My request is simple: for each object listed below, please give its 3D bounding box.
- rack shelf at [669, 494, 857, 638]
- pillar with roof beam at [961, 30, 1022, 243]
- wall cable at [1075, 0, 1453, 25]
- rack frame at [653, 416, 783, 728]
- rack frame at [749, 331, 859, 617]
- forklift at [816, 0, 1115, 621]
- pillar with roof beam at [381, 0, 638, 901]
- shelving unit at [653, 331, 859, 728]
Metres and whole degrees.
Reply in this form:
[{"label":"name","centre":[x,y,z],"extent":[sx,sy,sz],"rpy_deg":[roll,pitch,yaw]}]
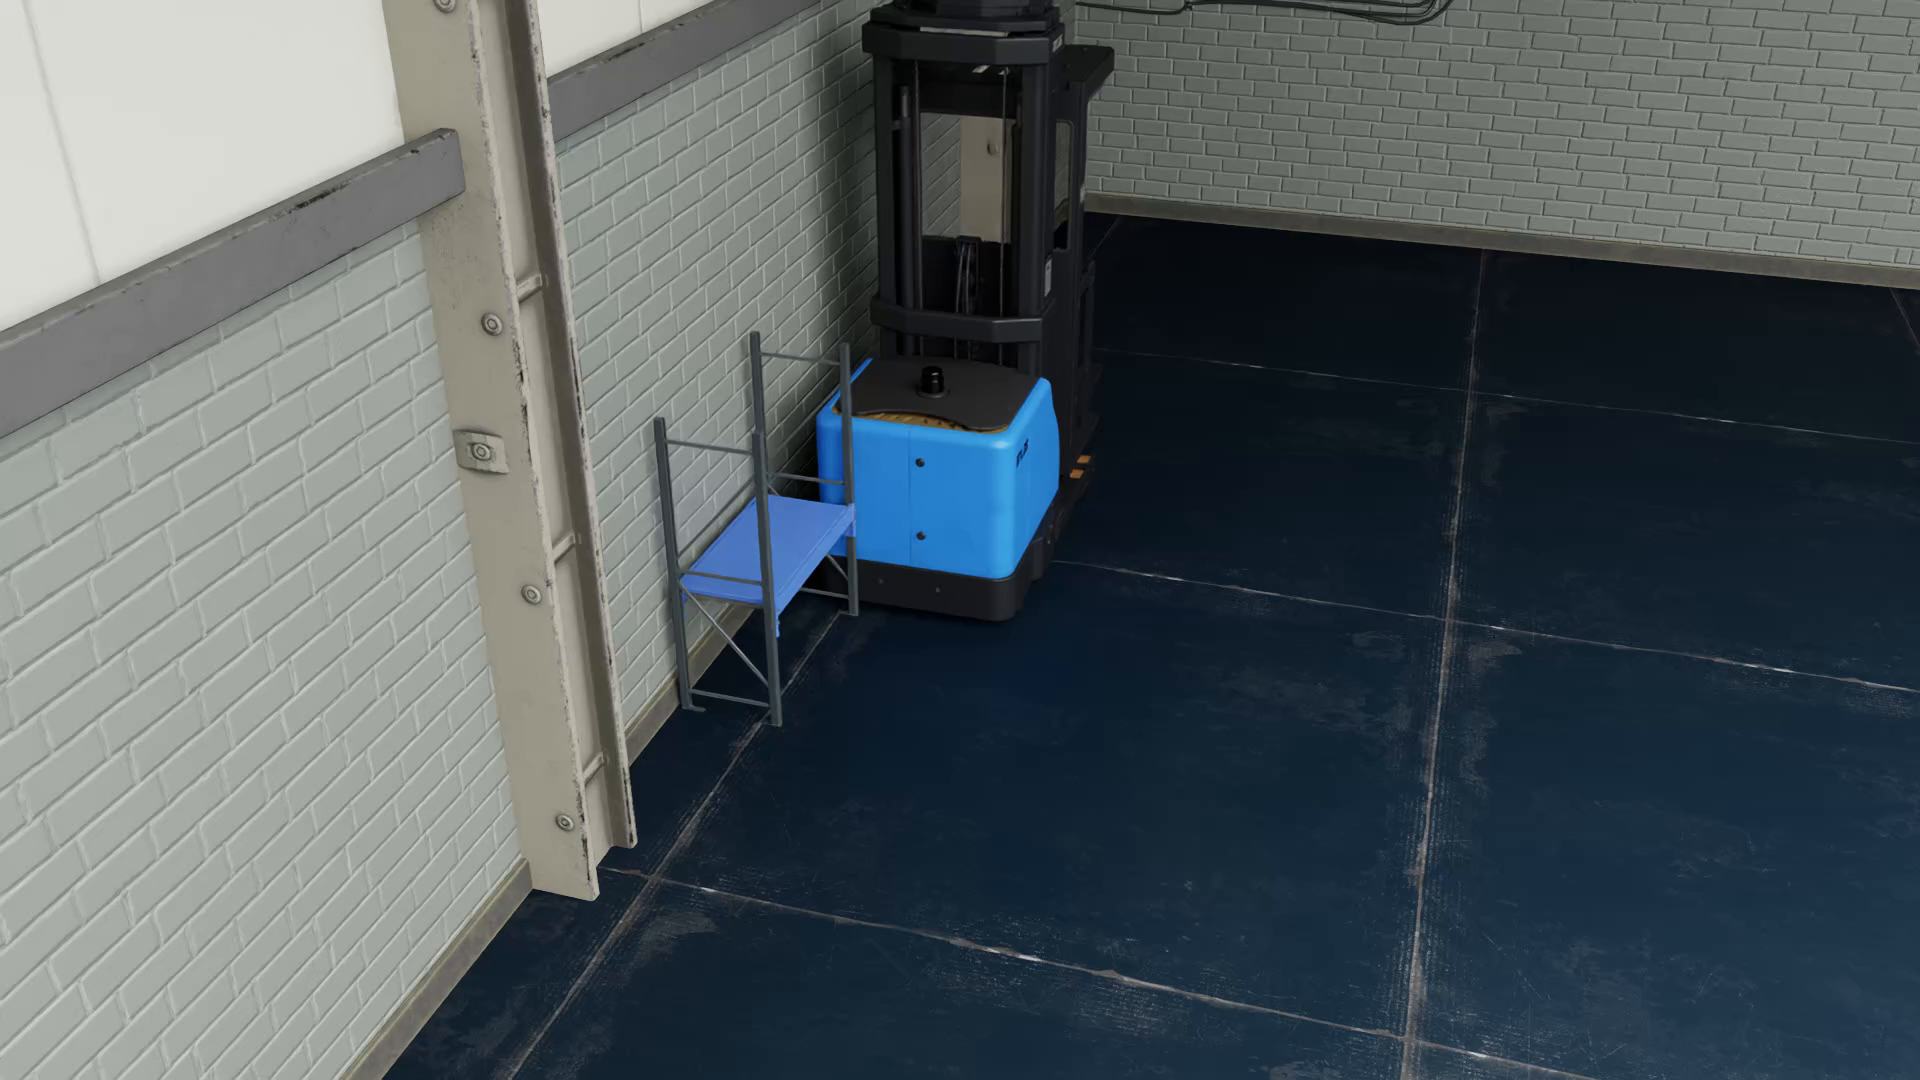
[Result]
[{"label":"rack shelf","centre":[-0.915,0.091,7.914],"extent":[0.538,0.185,1.000],"rpy_deg":[9,30,15]},{"label":"pillar with roof beam","centre":[4.321,-4.775,8.577],"extent":[9.100,9.000,0.400],"rpy_deg":[8,30,15]},{"label":"wall cable","centre":[2.334,-5.213,12.558],"extent":[3.097,2.526,0.112],"rpy_deg":[8,30,15]},{"label":"rack frame","centre":[-1.067,0.169,7.403],"extent":[0.500,1.500,0.032],"rpy_deg":[9,30,15]},{"label":"rack frame","centre":[-0.763,-0.302,8.251],"extent":[0.500,1.500,0.032],"rpy_deg":[9,30,15]},{"label":"forklift","centre":[0.178,-1.575,9.065],"extent":[1.130,2.935,3.031],"rpy_deg":[8,30,14]},{"label":"pillar with roof beam","centre":[2.560,-1.987,3.564],"extent":[9.100,9.000,0.400],"rpy_deg":[8,30,15]},{"label":"shelving unit","centre":[-0.915,-0.066,7.827],"extent":[0.538,1.500,1.048],"rpy_deg":[9,30,15]}]
